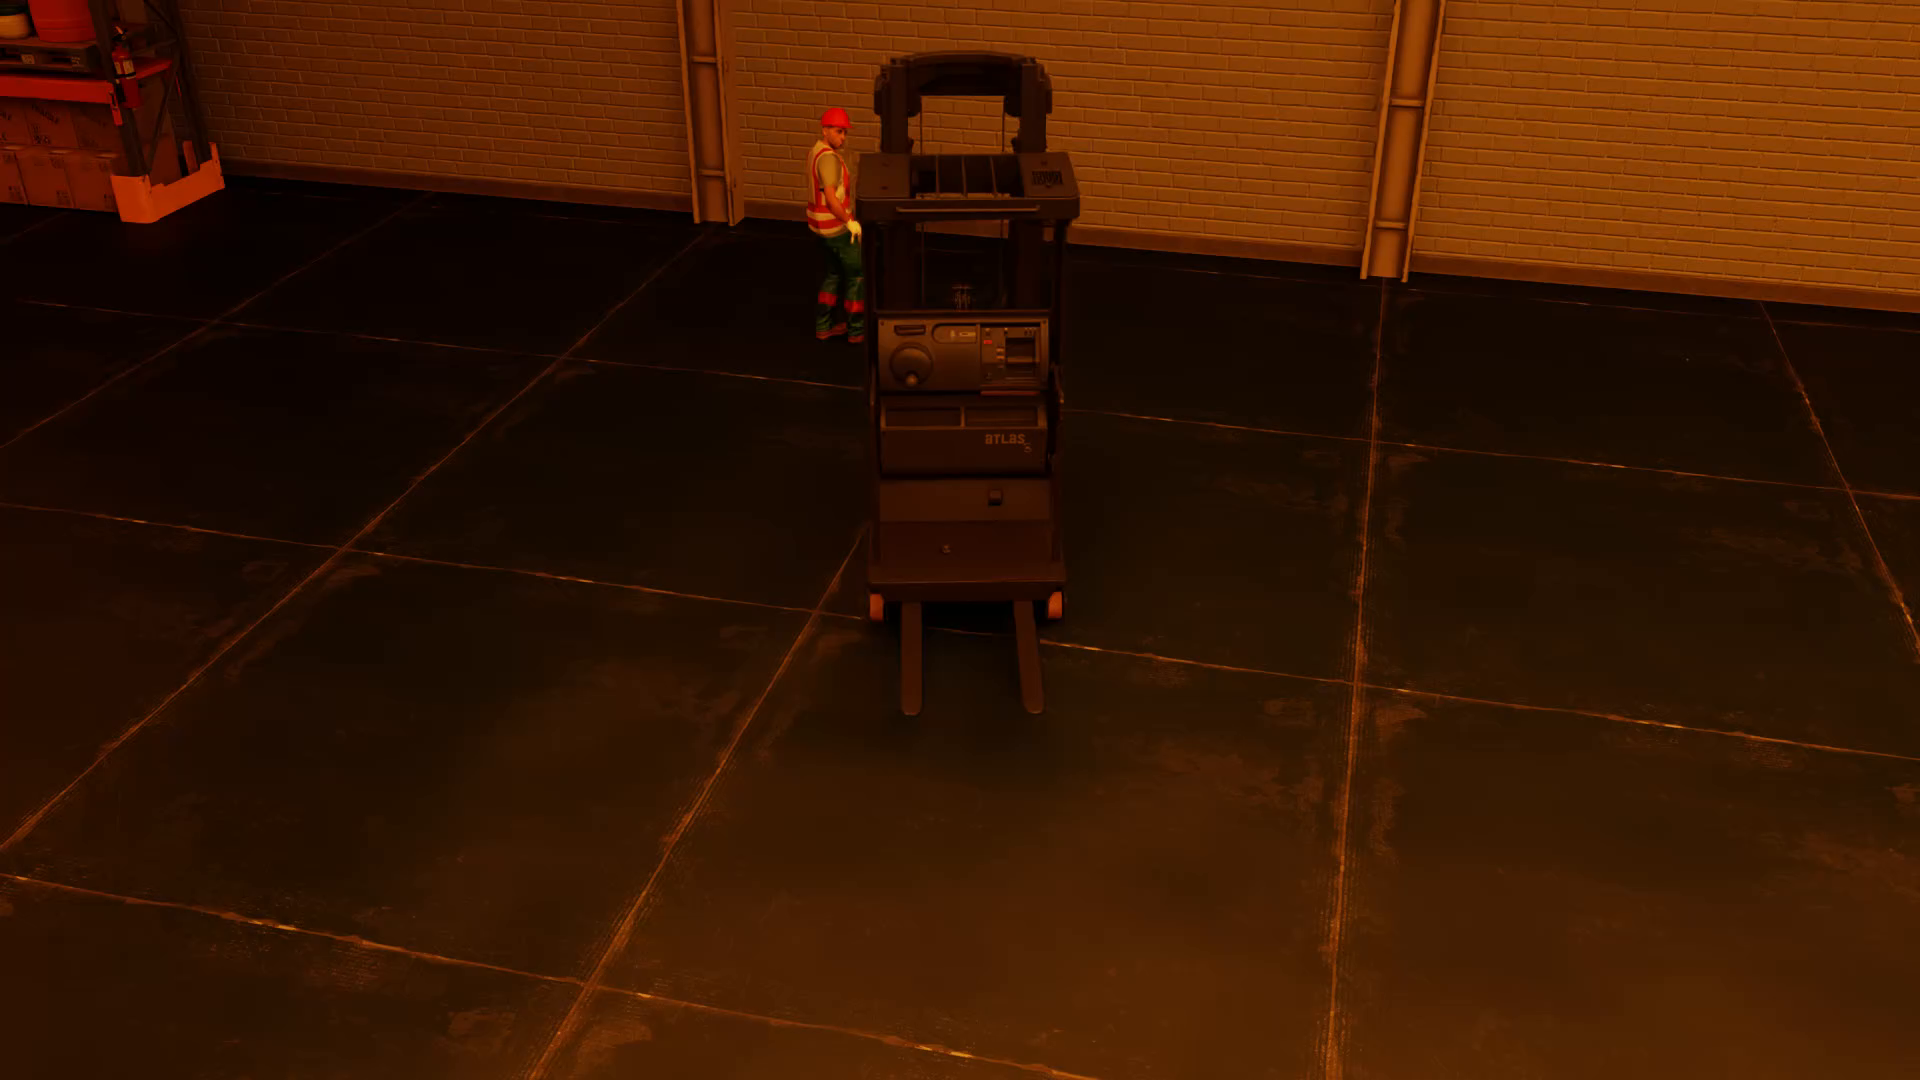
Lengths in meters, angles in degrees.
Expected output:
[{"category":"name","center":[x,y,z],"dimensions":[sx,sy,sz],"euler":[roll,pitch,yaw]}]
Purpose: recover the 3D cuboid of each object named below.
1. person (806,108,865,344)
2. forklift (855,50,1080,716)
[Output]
[{"category":"person","center":[-0.890,-2.366,12.534],"dimensions":[0.506,1.761,0.757],"euler":[-14,32,-23]},{"category":"forklift","center":[0.027,-0.973,8.887],"dimensions":[1.130,2.935,3.031],"euler":[-1,30,-1]}]
